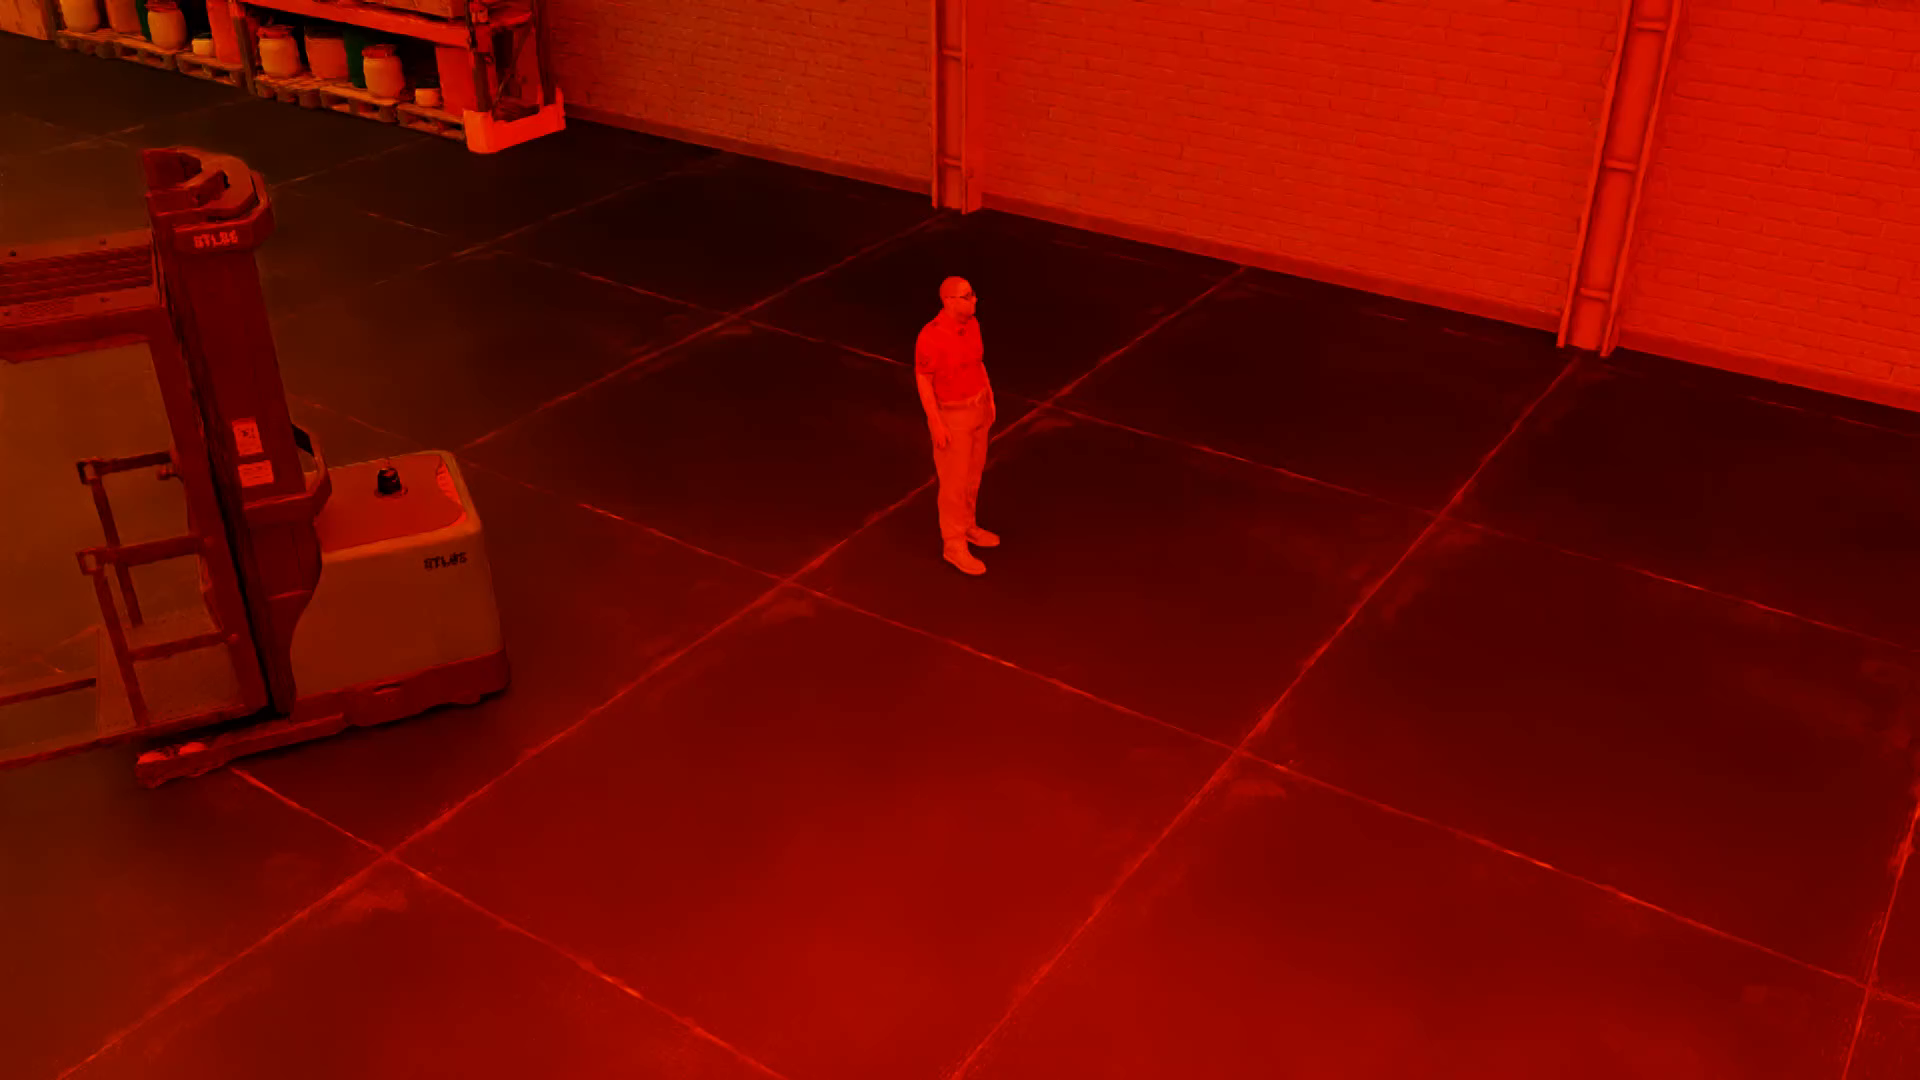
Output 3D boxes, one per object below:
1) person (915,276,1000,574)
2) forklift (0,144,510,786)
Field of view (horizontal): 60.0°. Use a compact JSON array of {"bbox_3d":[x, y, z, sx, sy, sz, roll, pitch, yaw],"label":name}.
[{"bbox_3d":[0.068,-0.724,10.010,0.550,1.727,0.640,19,35,29],"label":"person"},{"bbox_3d":[-4.007,-0.335,8.158,3.031,2.935,1.130,-13,33,-21],"label":"forklift"}]
